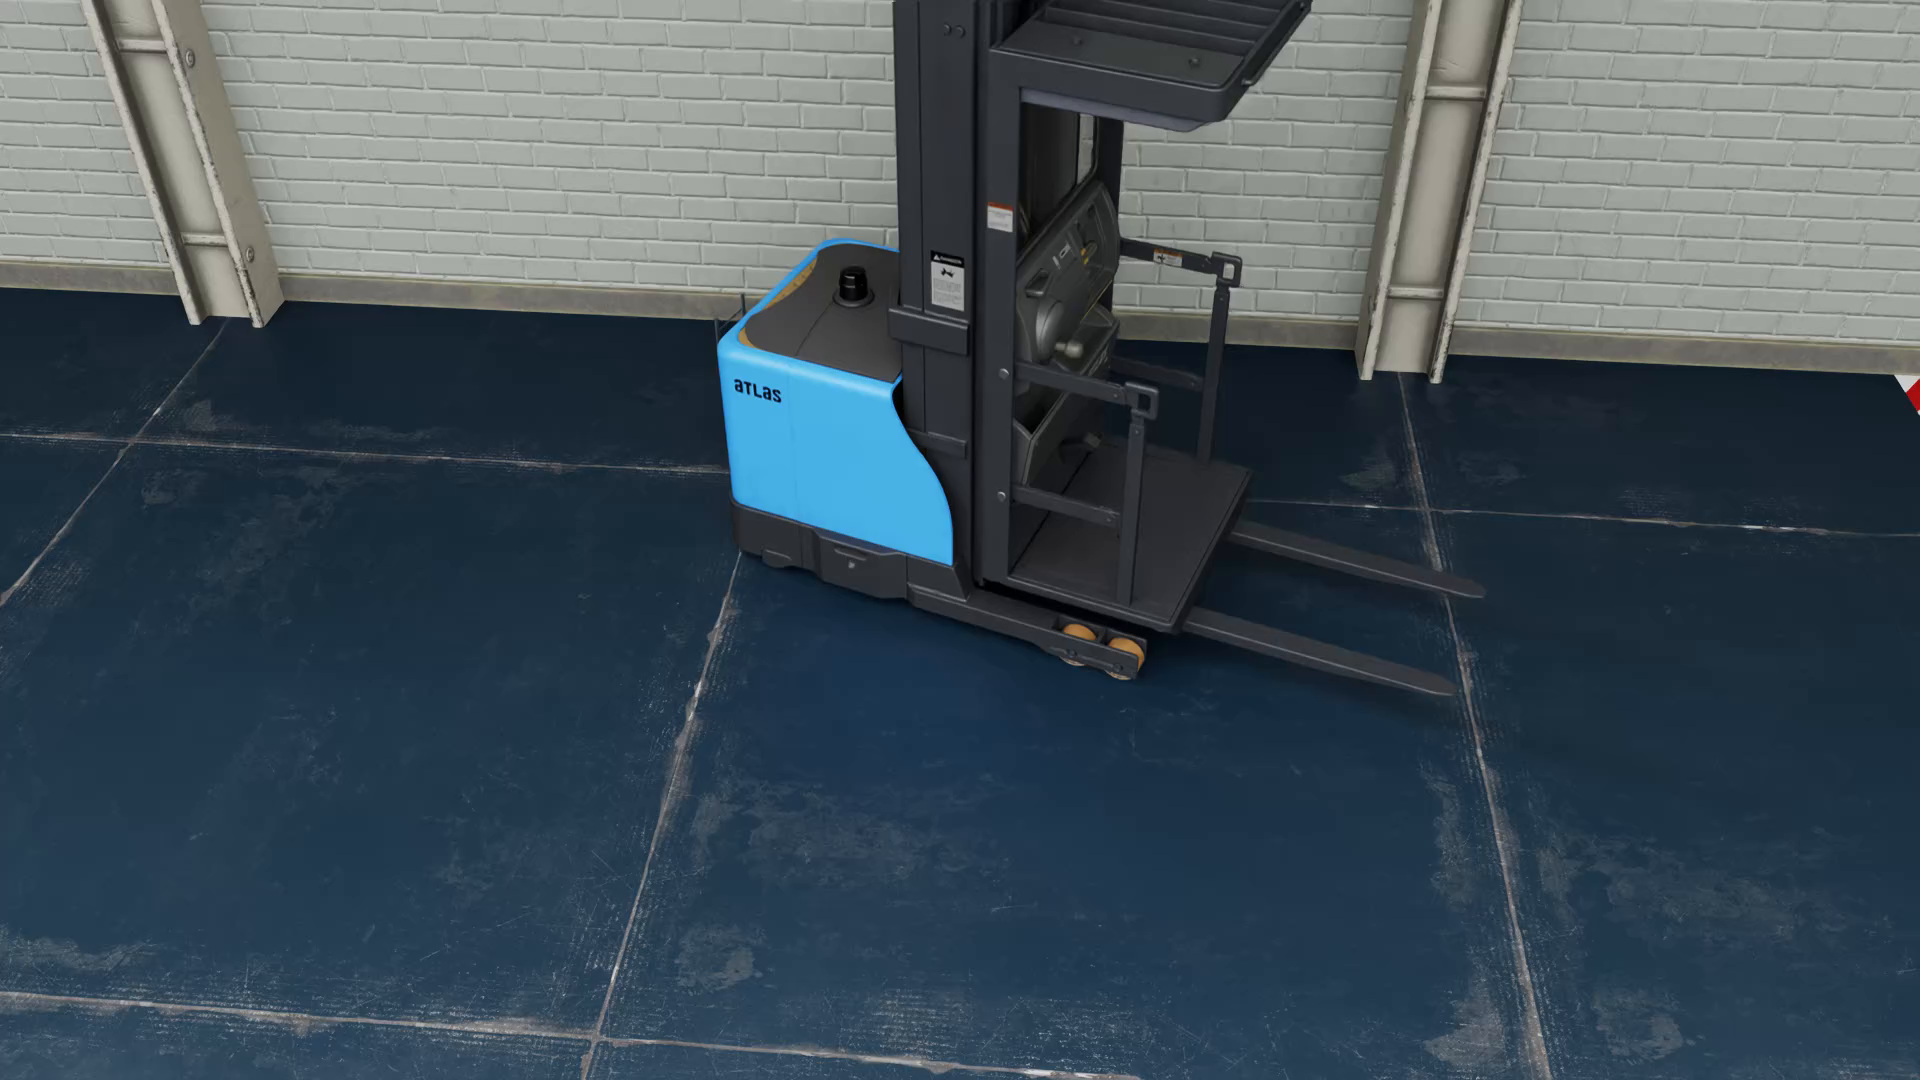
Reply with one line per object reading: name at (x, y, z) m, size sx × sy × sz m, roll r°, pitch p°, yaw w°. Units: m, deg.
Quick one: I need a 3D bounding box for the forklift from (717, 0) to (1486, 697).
forklift at (0.590, -0.969, 6.118) m, size 3.031 × 2.935 × 1.130 m, roll 16°, pitch 42°, yaw 19°

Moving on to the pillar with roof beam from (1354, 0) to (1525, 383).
pillar with roof beam at (1.818, -1.663, 2.164) m, size 0.400 × 9.000 × 9.100 m, roll 3°, pitch 39°, yaw 4°

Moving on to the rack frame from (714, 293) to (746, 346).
rack frame at (-0.976, -0.642, 7.326) m, size 0.006 × 0.900 × 0.240 m, roll 16°, pitch 42°, yaw 19°

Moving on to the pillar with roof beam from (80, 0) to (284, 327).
pillar with roof beam at (-4.160, -1.989, 2.566) m, size 0.400 × 9.000 × 9.100 m, roll 3°, pitch 39°, yaw 4°

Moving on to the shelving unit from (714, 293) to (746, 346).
shelving unit at (-0.883, -0.616, 7.293) m, size 0.210 × 0.900 × 0.258 m, roll 16°, pitch 42°, yaw 19°
